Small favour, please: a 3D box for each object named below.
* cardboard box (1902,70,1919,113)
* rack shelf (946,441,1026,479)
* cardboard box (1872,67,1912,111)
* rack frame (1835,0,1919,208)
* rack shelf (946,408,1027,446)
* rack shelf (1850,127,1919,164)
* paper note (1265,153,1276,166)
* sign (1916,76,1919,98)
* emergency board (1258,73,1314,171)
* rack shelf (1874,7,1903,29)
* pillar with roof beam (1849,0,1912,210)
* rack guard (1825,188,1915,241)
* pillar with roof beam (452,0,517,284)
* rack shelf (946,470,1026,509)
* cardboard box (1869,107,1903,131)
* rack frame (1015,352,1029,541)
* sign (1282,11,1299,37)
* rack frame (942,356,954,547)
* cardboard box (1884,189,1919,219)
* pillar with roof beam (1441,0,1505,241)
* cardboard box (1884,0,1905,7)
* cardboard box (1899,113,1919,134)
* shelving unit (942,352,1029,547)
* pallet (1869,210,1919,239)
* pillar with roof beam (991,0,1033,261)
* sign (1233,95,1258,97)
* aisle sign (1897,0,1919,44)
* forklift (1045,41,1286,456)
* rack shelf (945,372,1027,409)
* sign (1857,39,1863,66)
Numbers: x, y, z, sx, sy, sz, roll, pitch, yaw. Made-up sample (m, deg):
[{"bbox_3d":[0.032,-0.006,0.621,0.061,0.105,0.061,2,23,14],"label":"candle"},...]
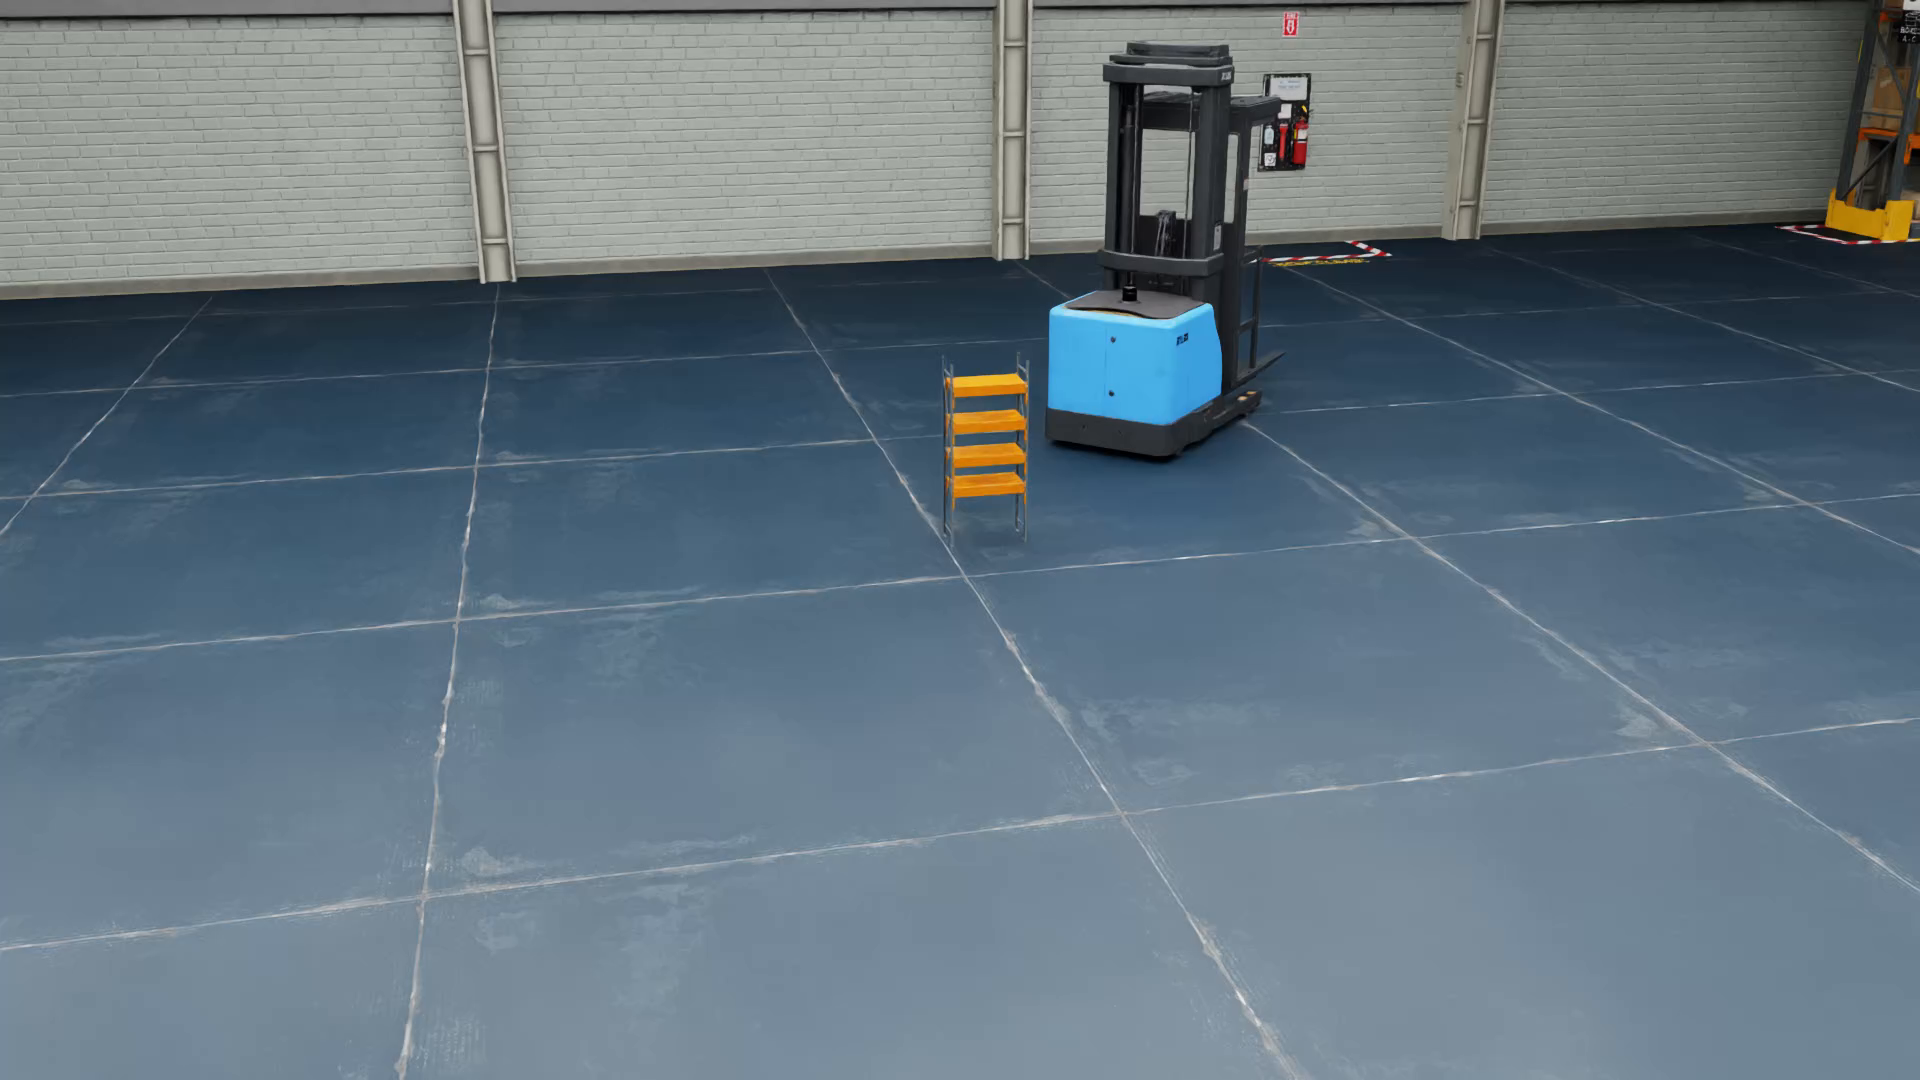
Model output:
[{"bbox_3d":[12.339,-5.663,21.013,0.500,0.500,0.500,-5,21,-12],"label":"cardboard box"},{"bbox_3d":[0.161,-0.513,10.667,0.480,0.148,0.258,-5,21,-12],"label":"rack shelf"},{"bbox_3d":[12.215,-5.835,21.481,0.500,0.500,0.500,-5,21,-13],"label":"cardboard box"},{"bbox_3d":[11.805,-5.435,21.291,0.127,3.000,1.000,-5,21,-12],"label":"rack frame"},{"bbox_3d":[0.161,-0.723,10.590,0.480,0.148,0.258,-5,21,-12],"label":"rack shelf"},{"bbox_3d":[13.752,-5.256,21.847,4.000,0.370,1.077,-5,21,-12],"label":"rack shelf"},{"bbox_3d":[3.847,-4.718,20.614,0.142,0.148,0.016,-5,21,-12],"label":"paper note"},{"bbox_3d":[11.930,-5.660,20.646,0.005,0.325,0.100,-5,21,-12],"label":"sign"},{"bbox_3d":[4.035,-5.122,20.437,0.643,1.169,0.194,-5,21,-12],"label":"emergency board"},{"bbox_3d":[13.752,-6.664,21.331,4.000,0.370,1.077,-5,21,-12],"label":"rack shelf"},{"bbox_3d":[13.278,-7.156,17.267,0.400,9.000,9.100,-5,21,-12],"label":"pillar with roof beam"},{"bbox_3d":[11.879,-4.267,21.737,0.348,0.500,1.175,-5,21,-12],"label":"rack guard"},{"bbox_3d":[-4.239,-5.731,13.378,0.400,9.000,9.100,-5,21,-12],"label":"pillar with roof beam"},{"bbox_3d":[0.161,-0.327,10.735,0.480,0.148,0.258,-5,21,-12],"label":"rack shelf"},{"bbox_3d":[12.216,-5.476,21.592,0.500,0.250,0.500,-4,21,-12],"label":"cardboard box"},{"bbox_3d":[0.399,-0.596,10.697,0.015,1.200,0.240,-5,21,-12],"label":"rack frame"},{"bbox_3d":[4.004,-6.244,20.128,0.199,0.298,0.001,-5,21,-12],"label":"sign"},{"bbox_3d":[-0.076,-0.557,10.591,0.015,1.200,0.240,-5,21,-12],"label":"rack frame"},{"bbox_3d":[12.499,-4.404,21.745,0.500,0.311,0.500,-7,21,-19],"label":"cardboard box"},{"bbox_3d":[7.439,-6.681,15.971,0.400,9.000,9.100,-5,21,-12],"label":"pillar with roof beam"},{"bbox_3d":[12.153,-7.018,21.076,0.500,0.500,0.500,-3,20,-9],"label":"cardboard box"},{"bbox_3d":[12.353,-5.306,21.129,0.500,0.250,0.500,-5,21,-14],"label":"cardboard box"},{"bbox_3d":[0.161,-0.576,10.644,0.503,1.200,0.258,-5,21,-12],"label":"shelving unit"},{"bbox_3d":[12.678,-4.184,21.930,1.213,0.211,1.003,-5,21,-12],"label":"pallet"},{"bbox_3d":[1.600,-6.206,14.674,0.400,9.000,9.100,-5,21,-12],"label":"pillar with roof beam"},{"bbox_3d":[3.479,-5.376,20.308,0.331,0.109,0.001,-5,21,-12],"label":"sign"},{"bbox_3d":[11.804,-6.550,20.554,0.004,0.787,0.394,-5,21,-12],"label":"aisle sign"},{"bbox_3d":[1.834,-2.454,13.252,1.130,2.935,3.031,11,23,28],"label":"forklift"},{"bbox_3d":[0.161,-0.945,10.509,0.480,0.148,0.258,-5,21,-12],"label":"rack shelf"},{"bbox_3d":[11.697,-6.315,21.549,0.005,0.325,0.100,-5,21,-12],"label":"sign"}]
